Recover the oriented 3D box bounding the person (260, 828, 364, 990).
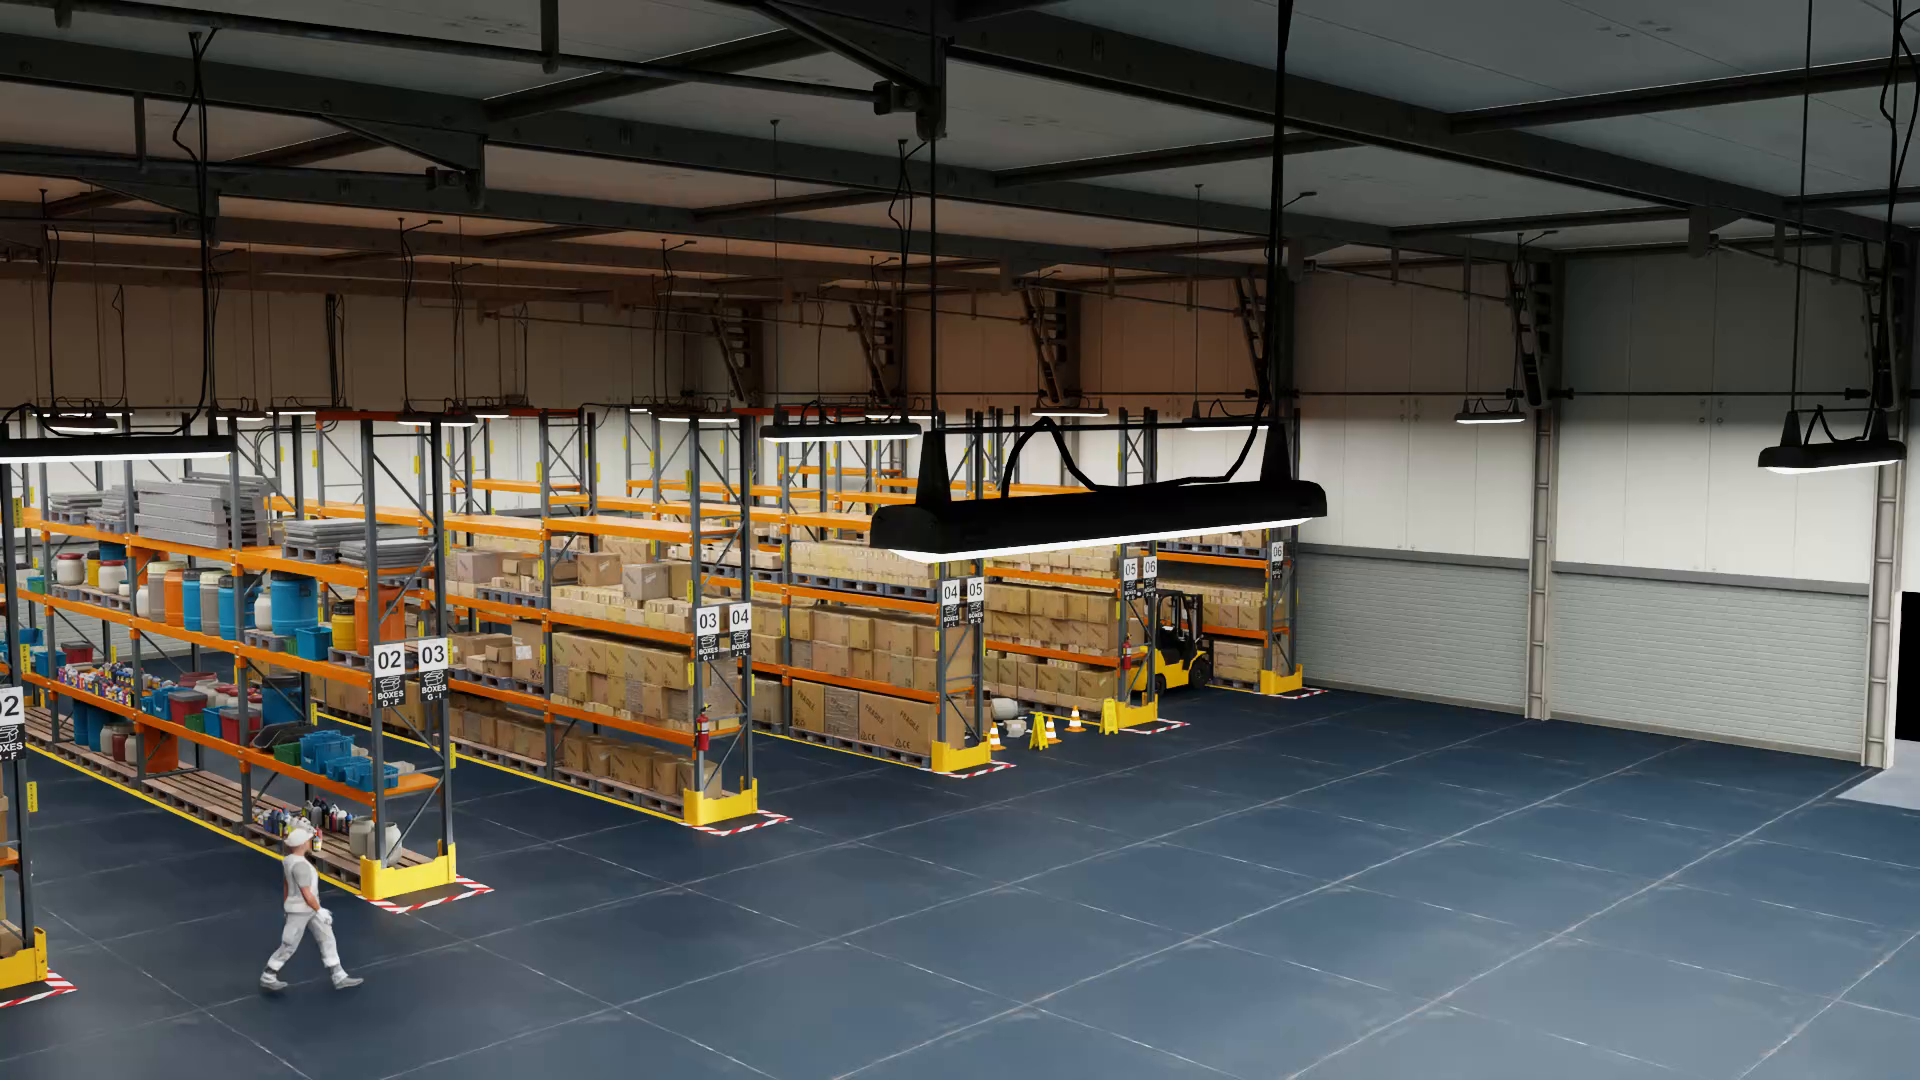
[{"bbox_3d":[-6.870,3.906,17.515,1.037,1.744,0.474,0,5,5],"label":"person"}]
